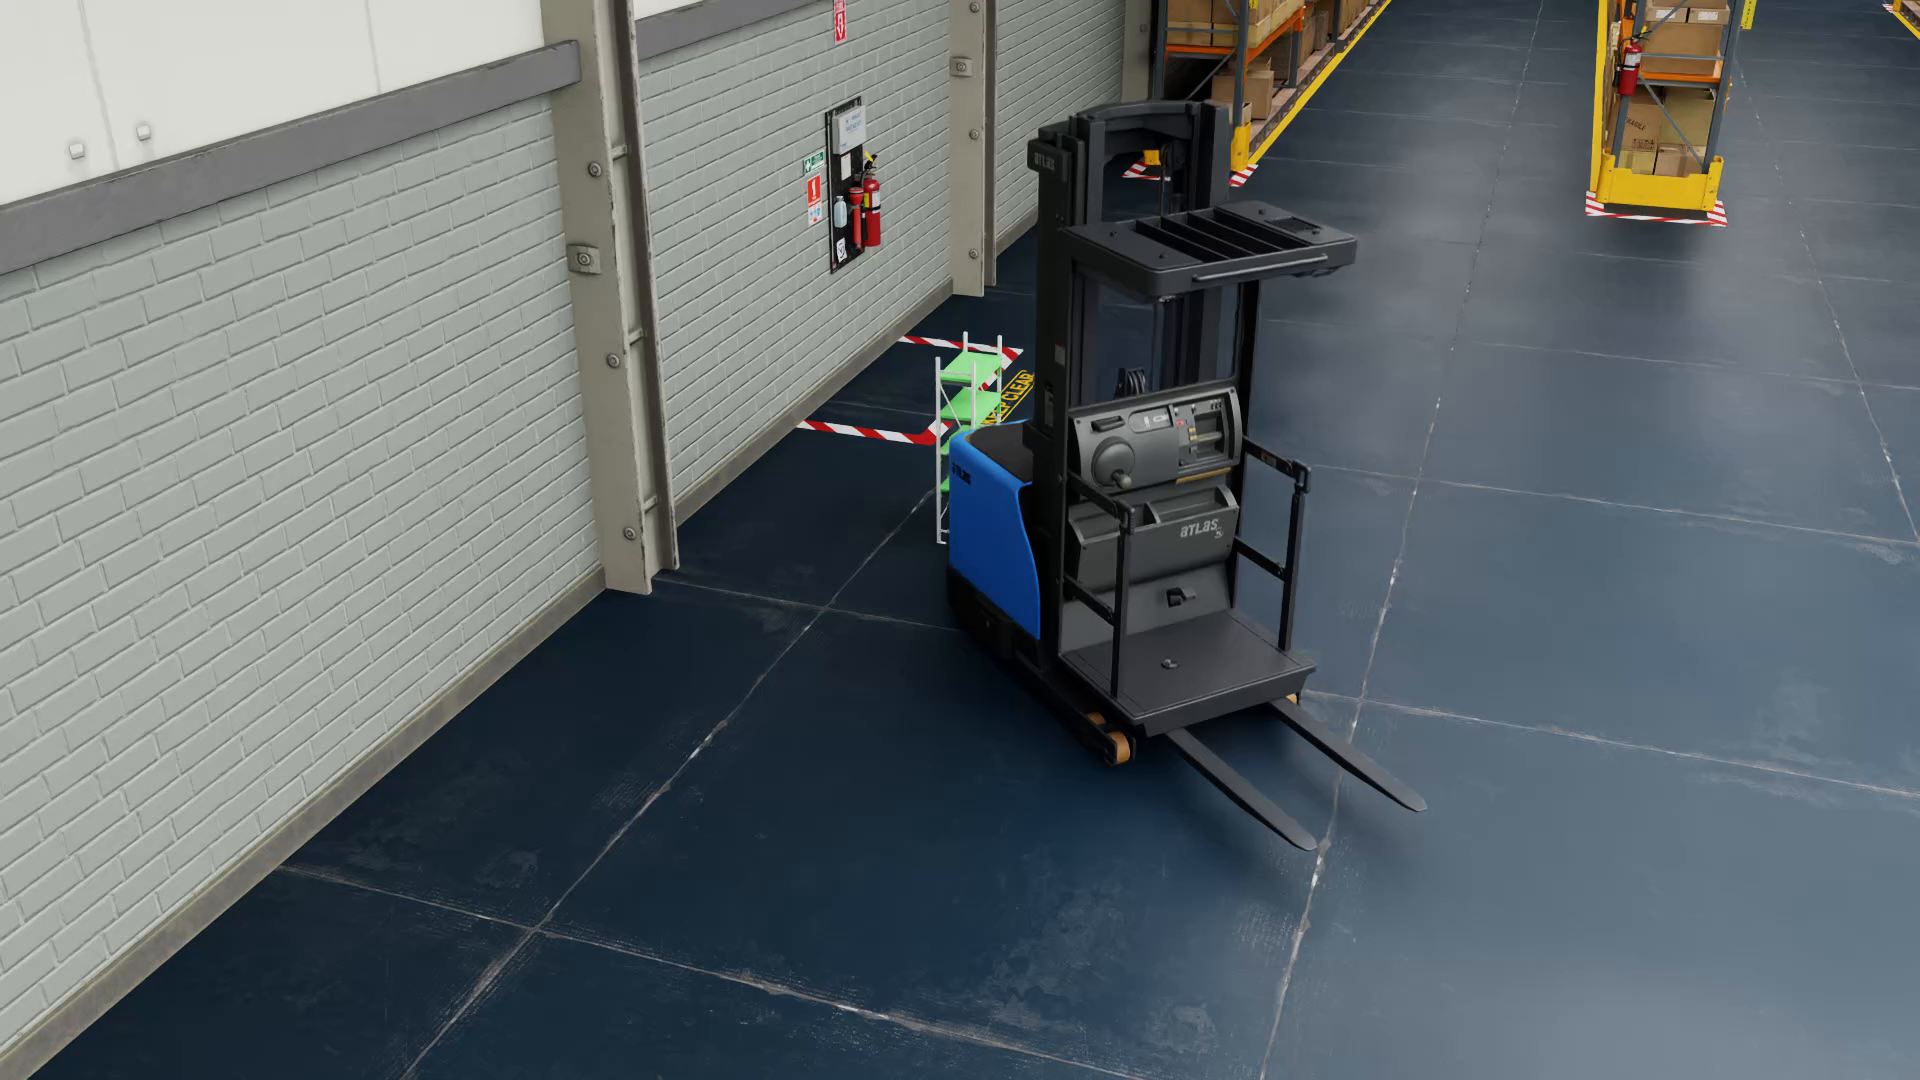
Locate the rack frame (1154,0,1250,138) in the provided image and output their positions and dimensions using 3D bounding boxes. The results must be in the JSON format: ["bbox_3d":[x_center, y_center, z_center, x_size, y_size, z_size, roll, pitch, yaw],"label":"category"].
[{"bbox_3d":[2.694,-5.654,18.487,1.000,3.000,0.127,9,27,17],"label":"rack frame"}]

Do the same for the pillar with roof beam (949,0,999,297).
[{"bbox_3d":[4.174,-5.678,11.650,9.100,9.000,0.400,9,27,17],"label":"pillar with roof beam"}]

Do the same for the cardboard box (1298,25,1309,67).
[{"bbox_3d":[4.586,-7.100,23.835,0.700,0.500,0.500,9,27,18],"label":"cardboard box"}]

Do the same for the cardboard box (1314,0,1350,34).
[{"bbox_3d":[5.724,-8.447,26.238,0.750,0.750,0.750,8,27,17],"label":"cardboard box"}]

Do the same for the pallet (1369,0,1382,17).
[{"bbox_3d":[7.014,-9.632,29.901,1.003,0.211,1.213,9,27,17],"label":"pallet"}]

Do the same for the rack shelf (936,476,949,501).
[{"bbox_3d":[0.055,-0.335,10.261,0.258,0.148,0.480,9,27,17],"label":"rack shelf"}]

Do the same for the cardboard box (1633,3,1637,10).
[{"bbox_3d":[8.817,-6.909,21.232,0.396,0.266,0.258,8,27,16],"label":"cardboard box"}]

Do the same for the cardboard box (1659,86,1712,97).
[{"bbox_3d":[8.073,-4.828,18.592,0.500,0.500,0.500,9,27,17],"label":"cardboard box"}]

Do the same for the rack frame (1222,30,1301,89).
[{"bbox_3d":[4.025,-7.298,21.882,1.000,3.000,0.127,9,27,17],"label":"rack frame"}]

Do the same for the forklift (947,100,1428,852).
[{"bbox_3d":[1.057,-0.456,7.829,1.130,2.935,3.031,-13,29,-25],"label":"forklift"}]

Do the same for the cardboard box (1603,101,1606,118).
[{"bbox_3d":[8.086,-5.182,20.183,0.500,0.250,0.500,9,27,17],"label":"cardboard box"}]

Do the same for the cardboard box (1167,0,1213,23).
[{"bbox_3d":[2.650,-6.158,18.815,0.500,0.500,0.500,8,27,17],"label":"cardboard box"}]

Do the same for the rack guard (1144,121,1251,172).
[{"bbox_3d":[2.719,-4.561,19.096,1.175,0.500,0.348,9,27,17],"label":"rack guard"}]

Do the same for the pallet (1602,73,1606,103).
[{"bbox_3d":[9.310,-6.138,22.685,1.003,0.211,1.213,9,27,17],"label":"pallet"}]

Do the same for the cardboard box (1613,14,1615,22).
[{"bbox_3d":[10.118,-7.717,25.109,0.500,0.500,0.500,10,28,19],"label":"cardboard box"}]

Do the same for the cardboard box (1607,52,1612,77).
[{"bbox_3d":[8.729,-6.208,21.660,0.500,0.311,0.500,10,27,19],"label":"cardboard box"}]

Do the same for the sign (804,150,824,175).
[{"bbox_3d":[-1.015,-2.635,11.601,0.001,0.109,0.331,9,27,17],"label":"sign"}]

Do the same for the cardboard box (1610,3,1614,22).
[{"bbox_3d":[10.802,-8.558,26.846,0.500,0.500,0.500,9,27,18],"label":"cardboard box"}]

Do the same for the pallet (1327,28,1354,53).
[{"bbox_3d":[5.689,-8.000,26.531,1.003,0.211,1.213,9,27,17],"label":"pallet"}]

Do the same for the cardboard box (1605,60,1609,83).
[{"bbox_3d":[9.072,-6.372,22.642,0.500,0.250,0.500,9,27,18],"label":"cardboard box"}]

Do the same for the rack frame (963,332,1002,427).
[{"bbox_3d":[0.136,-0.708,10.336,0.240,1.200,0.015,9,27,17],"label":"rack frame"}]

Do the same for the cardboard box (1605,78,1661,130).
[{"bbox_3d":[7.583,-4.903,18.748,0.500,0.500,0.500,9,27,17],"label":"cardboard box"}]

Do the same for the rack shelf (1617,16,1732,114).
[{"bbox_3d":[8.032,-5.436,18.860,1.077,0.370,4.000,9,27,17],"label":"rack shelf"}]

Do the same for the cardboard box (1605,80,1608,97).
[{"bbox_3d":[8.562,-5.745,21.347,0.500,0.250,0.500,8,27,17],"label":"cardboard box"}]

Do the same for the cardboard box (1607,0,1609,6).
[{"bbox_3d":[11.350,-9.222,28.621,0.380,0.149,0.250,9,27,17],"label":"cardboard box"}]

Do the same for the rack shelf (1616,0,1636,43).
[{"bbox_3d":[9.363,-7.080,22.255,1.077,0.370,4.000,9,27,17],"label":"rack shelf"}]

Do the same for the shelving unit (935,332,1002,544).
[{"bbox_3d":[0.055,-0.608,10.129,0.258,1.200,0.503,9,27,17],"label":"shelving unit"}]

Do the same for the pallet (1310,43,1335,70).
[{"bbox_3d":[5.094,-7.366,25.221,1.003,0.211,1.213,9,27,17],"label":"pallet"}]

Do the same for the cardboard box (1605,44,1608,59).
[{"bbox_3d":[9.577,-7.004,23.947,0.500,0.250,0.500,9,27,17],"label":"cardboard box"}]

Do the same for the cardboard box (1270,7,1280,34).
[{"bbox_3d":[3.490,-6.174,19.710,0.500,0.250,0.500,8,27,17],"label":"cardboard box"}]

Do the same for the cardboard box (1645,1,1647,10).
[{"bbox_3d":[7.484,-5.672,17.664,0.380,0.149,0.250,8,27,17],"label":"cardboard box"}]

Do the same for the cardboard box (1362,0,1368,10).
[{"bbox_3d":[6.593,-9.521,28.458,0.750,0.750,0.750,9,27,18],"label":"cardboard box"}]

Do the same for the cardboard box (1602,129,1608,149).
[{"bbox_3d":[7.586,-4.565,18.910,0.500,0.250,0.500,9,27,17],"label":"cardboard box"}]

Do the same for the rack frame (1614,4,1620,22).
[{"bbox_3d":[10.028,-8.225,23.796,1.000,3.000,0.127,9,27,17],"label":"rack frame"}]

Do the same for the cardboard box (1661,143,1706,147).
[{"bbox_3d":[7.917,-4.283,18.328,0.500,0.250,0.500,9,27,17],"label":"cardboard box"}]

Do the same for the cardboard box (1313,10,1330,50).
[{"bbox_3d":[5.165,-7.712,25.099,0.700,0.500,0.500,9,27,18],"label":"cardboard box"}]

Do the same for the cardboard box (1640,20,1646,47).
[{"bbox_3d":[7.875,-5.592,18.243,0.700,0.500,0.500,9,27,18],"label":"cardboard box"}]

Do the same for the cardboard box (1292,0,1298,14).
[{"bbox_3d":[3.979,-6.798,20.997,0.500,0.250,0.500,9,27,18],"label":"cardboard box"}]

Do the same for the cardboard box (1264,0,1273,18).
[{"bbox_3d":[3.310,-6.288,19.083,0.500,0.500,0.500,9,27,18],"label":"cardboard box"}]

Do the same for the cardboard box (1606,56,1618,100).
[{"bbox_3d":[8.089,-5.519,20.019,0.500,0.500,0.500,9,27,17],"label":"cardboard box"}]

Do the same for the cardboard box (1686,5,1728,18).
[{"bbox_3d":[7.785,-5.514,17.336,0.380,0.149,0.250,8,27,16],"label":"cardboard box"}]

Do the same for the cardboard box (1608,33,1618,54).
[{"bbox_3d":[9.238,-6.830,22.944,0.500,0.311,0.500,8,27,16],"label":"cardboard box"}]

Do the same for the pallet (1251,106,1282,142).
[{"bbox_3d":[3.430,-5.259,20.870,1.003,0.211,1.213,9,27,17],"label":"pallet"}]

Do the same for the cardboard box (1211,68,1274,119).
[{"bbox_3d":[3.490,-5.527,20.587,0.700,0.500,0.500,7,27,14],"label":"cardboard box"}]

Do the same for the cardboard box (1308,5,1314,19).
[{"bbox_3d":[4.917,-7.824,24.470,0.500,0.250,0.500,9,27,18],"label":"cardboard box"}]

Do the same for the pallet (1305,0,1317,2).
[{"bbox_3d":[4.416,-7.505,22.528,1.003,0.211,1.213,9,27,17],"label":"pallet"}]
